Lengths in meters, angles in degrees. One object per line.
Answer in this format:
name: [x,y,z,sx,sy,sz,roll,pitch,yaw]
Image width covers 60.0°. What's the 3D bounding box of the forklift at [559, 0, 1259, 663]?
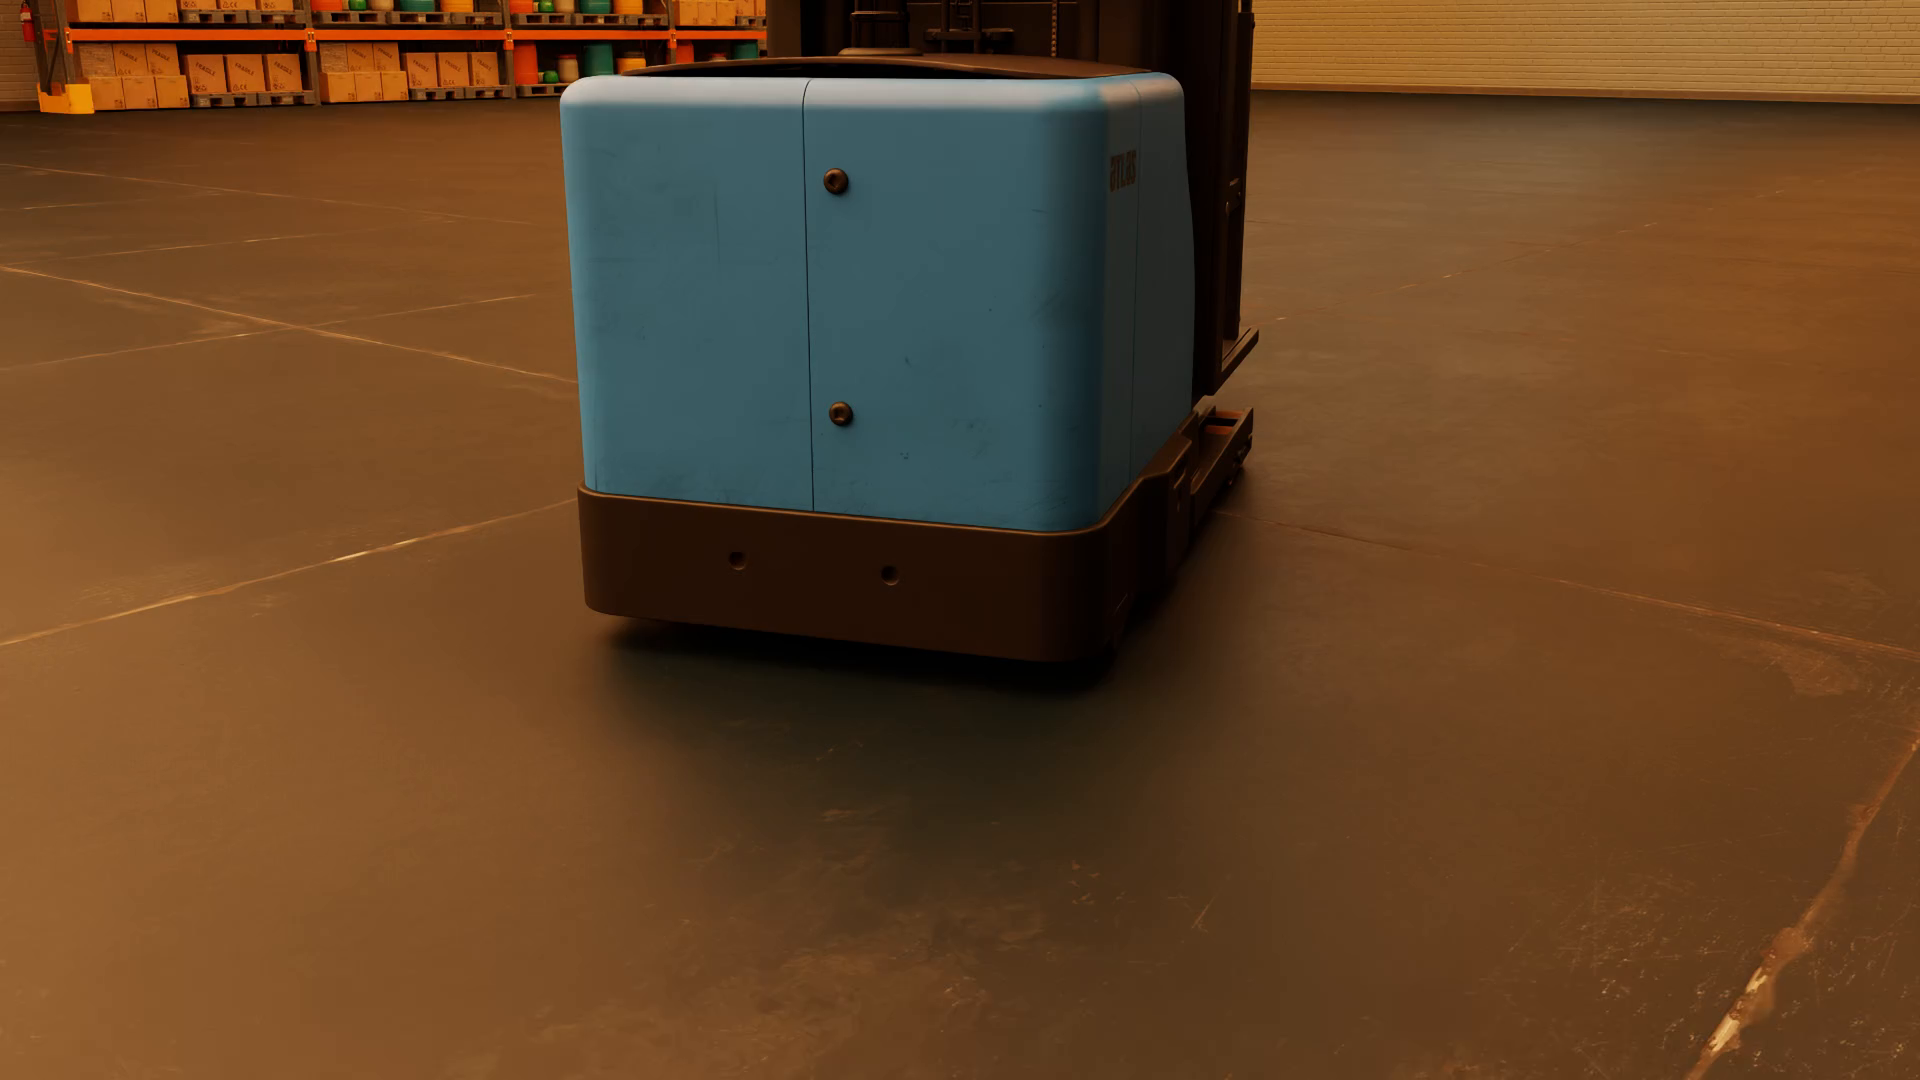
forklift: [0.182,-1.571,4.072,1.130,2.935,3.031,5,18,17]
